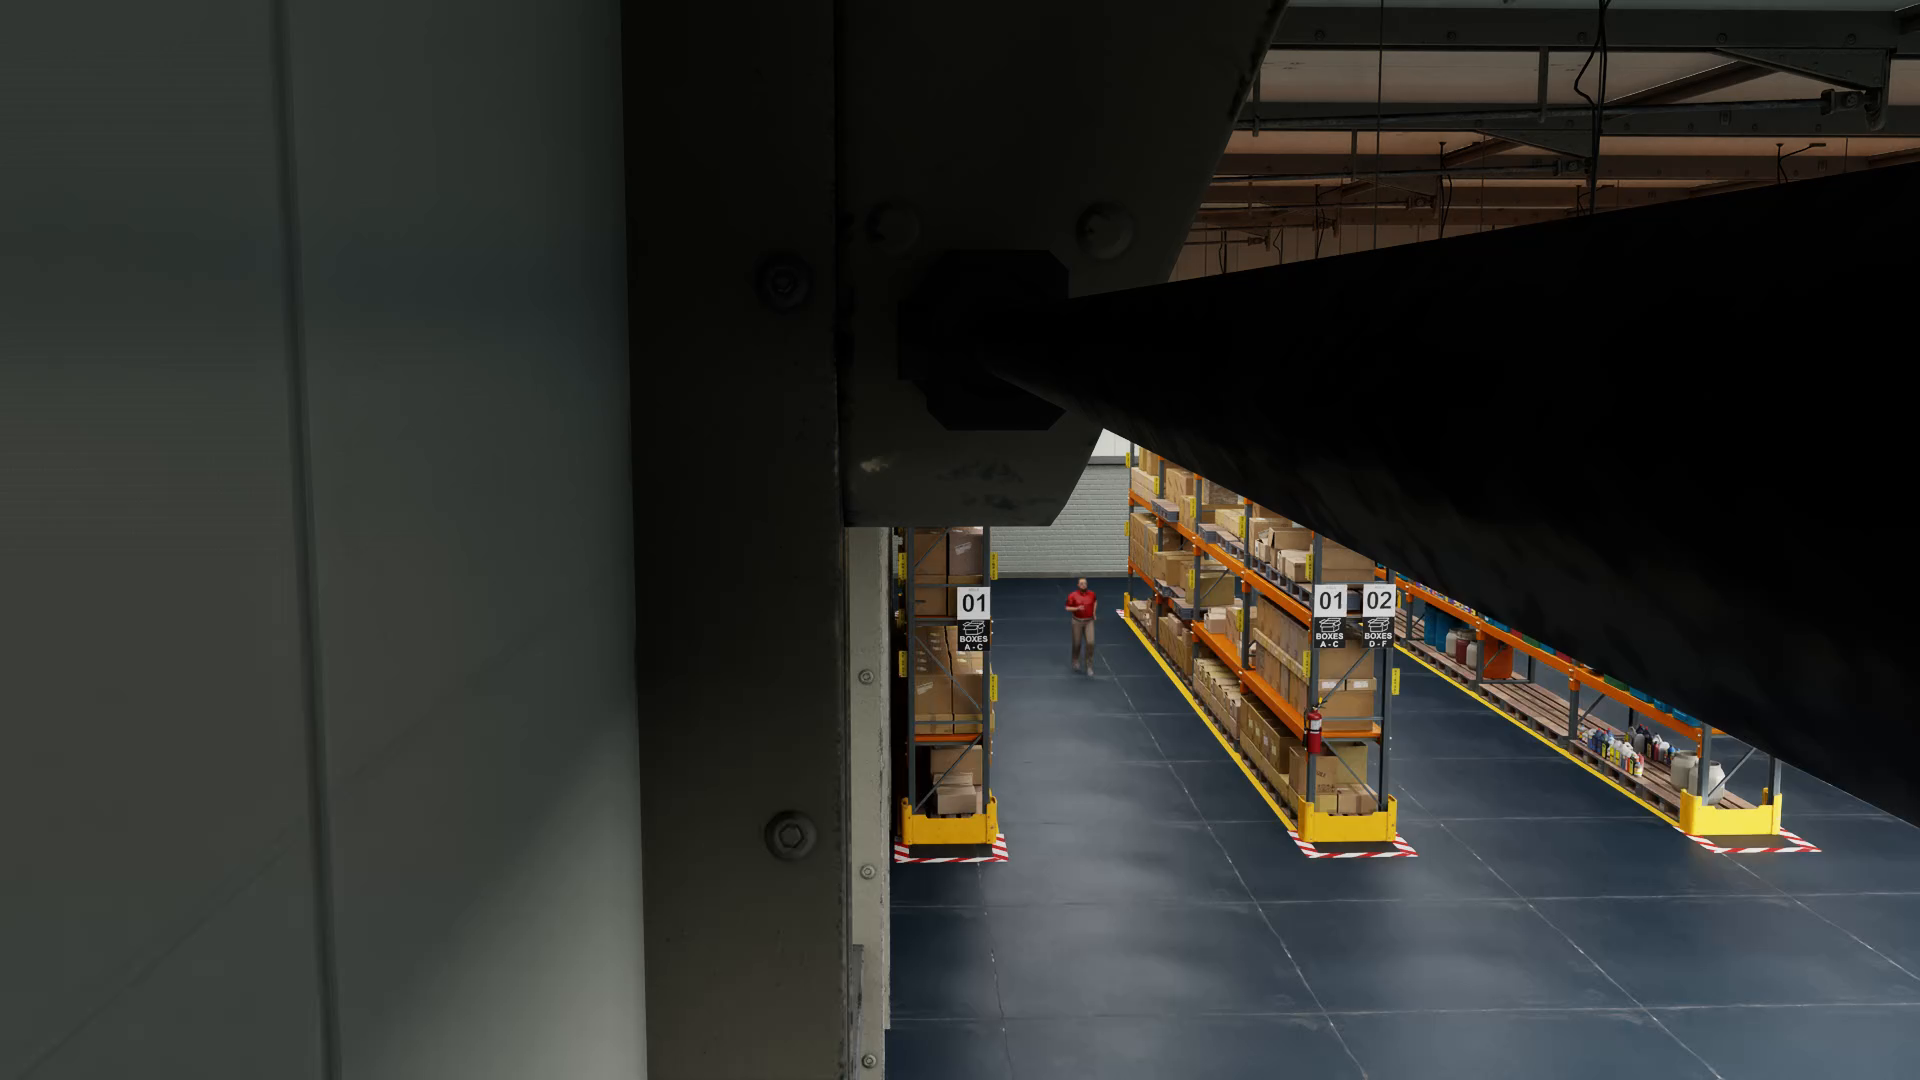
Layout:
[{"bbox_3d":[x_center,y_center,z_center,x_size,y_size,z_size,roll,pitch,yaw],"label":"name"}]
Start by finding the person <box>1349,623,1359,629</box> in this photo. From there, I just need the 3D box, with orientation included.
[{"bbox_3d":[7.200,1.539,30.934,0.518,1.696,0.887,0,7,-4],"label":"person"}]

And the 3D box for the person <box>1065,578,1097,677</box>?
[{"bbox_3d":[2.241,1.578,30.472,0.642,1.787,0.762,-1,7,-9],"label":"person"}]
